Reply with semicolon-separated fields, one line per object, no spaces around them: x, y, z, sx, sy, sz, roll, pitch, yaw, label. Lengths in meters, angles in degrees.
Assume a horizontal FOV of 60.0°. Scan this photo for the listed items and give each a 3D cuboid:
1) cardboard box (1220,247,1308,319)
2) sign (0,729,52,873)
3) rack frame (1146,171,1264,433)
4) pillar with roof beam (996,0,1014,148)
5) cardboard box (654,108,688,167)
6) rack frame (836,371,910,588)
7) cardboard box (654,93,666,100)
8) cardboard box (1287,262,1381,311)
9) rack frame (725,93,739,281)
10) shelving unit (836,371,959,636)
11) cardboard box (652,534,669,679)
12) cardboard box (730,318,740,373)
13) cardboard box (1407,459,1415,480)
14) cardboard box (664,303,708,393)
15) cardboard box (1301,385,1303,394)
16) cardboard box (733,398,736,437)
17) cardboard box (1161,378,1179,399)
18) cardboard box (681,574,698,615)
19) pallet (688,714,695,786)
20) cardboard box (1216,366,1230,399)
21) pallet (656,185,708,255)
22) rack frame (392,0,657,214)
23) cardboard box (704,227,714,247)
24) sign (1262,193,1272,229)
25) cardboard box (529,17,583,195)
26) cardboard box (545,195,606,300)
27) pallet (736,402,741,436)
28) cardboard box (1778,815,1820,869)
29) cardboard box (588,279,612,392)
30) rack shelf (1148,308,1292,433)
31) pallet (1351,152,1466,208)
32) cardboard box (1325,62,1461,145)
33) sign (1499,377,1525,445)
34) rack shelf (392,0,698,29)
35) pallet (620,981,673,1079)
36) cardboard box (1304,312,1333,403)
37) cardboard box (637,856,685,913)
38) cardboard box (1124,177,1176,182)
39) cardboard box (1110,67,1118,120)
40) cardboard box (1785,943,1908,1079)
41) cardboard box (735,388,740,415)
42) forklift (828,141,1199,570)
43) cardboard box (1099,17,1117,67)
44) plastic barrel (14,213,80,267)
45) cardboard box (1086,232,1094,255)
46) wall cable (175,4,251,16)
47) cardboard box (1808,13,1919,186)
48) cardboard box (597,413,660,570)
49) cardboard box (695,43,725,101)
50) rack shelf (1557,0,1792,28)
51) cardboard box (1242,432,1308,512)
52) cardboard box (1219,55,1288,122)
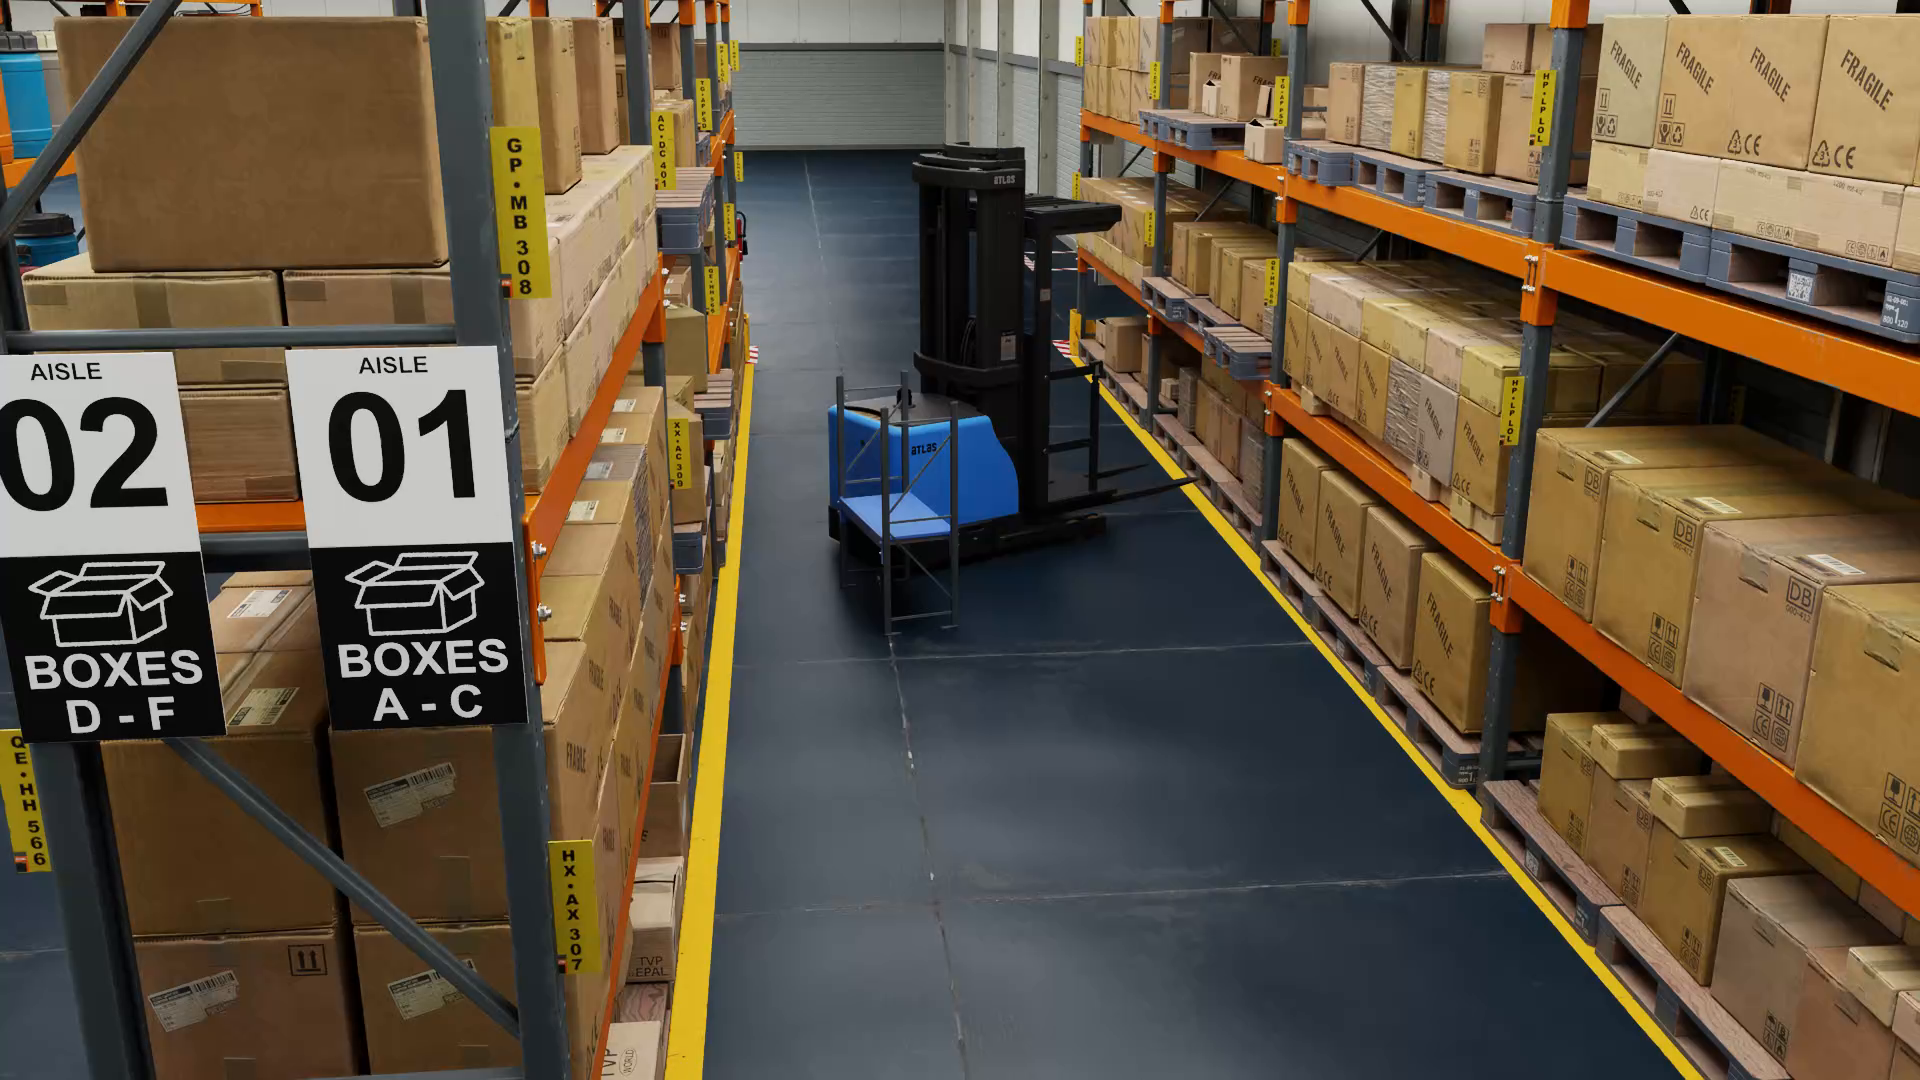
2.505;-2.068;13.354;0.700;0.500;0.500;-2;18;-6;cardboard box
-1.942;0.546;3.471;0.100;0.325;0.005;-2;18;-6;sign
2.301;-2.492;15.606;1.000;3.000;0.127;-2;18;-6;rack frame
-3.317;-11.594;34.582;9.100;9.000;0.400;-2;18;-6;pillar with roof beam
-2.028;-2.189;9.466;0.910;0.500;0.500;-2;18;-6;cardboard box
-0.594;-0.412;11.486;0.500;1.500;0.032;-6;18;-19;rack frame
-2.435;-3.166;12.294;0.500;0.250;0.500;-2;18;-7;cardboard box
2.507;-1.705;11.152;0.500;0.250;0.500;-1;17;-4;cardboard box
-3.038;-3.529;18.911;1.000;3.000;0.127;-2;18;-6;rack frame
-0.423;-0.269;11.029;0.538;1.500;1.048;-6;18;-19;shelving unit
-1.439;0.293;6.570;0.500;0.500;0.500;-1;17;-4;cardboard box
-2.421;-1.880;16.296;0.500;0.500;0.500;-2;18;-6;cardboard box
2.734;-0.395;9.312;0.380;0.149;0.250;-2;18;-6;cardboard box
-2.036;-1.210;10.655;0.700;0.500;0.500;-8;19;-24;cardboard box
2.535;-1.009;11.269;0.380;0.149;0.250;-2;17;-5;cardboard box
-2.294;-1.111;15.099;0.500;0.250;0.500;-2;18;-6;cardboard box
2.216;-1.508;16.469;0.380;0.166;0.250;-4;18;-13;cardboard box
-1.711;0.221;9.151;0.500;0.250;0.500;-2;18;-6;cardboard box
-1.922;1.135;8.709;1.003;0.211;1.213;-2;18;-6;pallet
2.500;-1.362;14.194;0.500;0.250;0.500;-2;18;-7;cardboard box
-1.798;-1.492;7.728;1.213;0.211;1.003;-2;18;-6;pallet
-1.800;-2.816;6.624;1.000;3.000;0.127;-2;18;-6;rack frame
-2.460;-2.781;15.277;0.380;0.149;0.250;-2;18;-6;cardboard box
2.853;-3.062;15.491;0.100;0.325;0.005;-2;18;-6;sign
-1.541;-1.320;5.029;0.700;0.500;0.500;-2;18;-6;cardboard box
-1.284;-0.819;4.687;0.500;0.250;0.500;-2;18;-6;cardboard box
-2.666;-1.245;16.291;1.003;0.211;1.213;-2;18;-6;pallet
3.421;1.139;6.431;0.380;0.149;0.250;-2;18;-7;cardboard box
-1.280;-0.581;4.763;0.500;0.250;0.500;-2;18;-6;cardboard box
2.508;-1.553;13.816;1.077;0.370;4.000;-2;18;-6;rack shelf
2.952;-2.118;9.722;1.003;0.211;1.213;-1;17;-3;pallet
2.820;-2.849;10.834;0.700;0.500;0.500;-3;18;-10;cardboard box
2.588;-0.603;7.790;0.100;0.325;0.005;-2;18;-6;sign
-2.007;-2.878;8.690;1.077;0.370;4.000;-2;18;-6;rack shelf
-1.601;1.945;6.128;1.003;0.211;1.213;-2;18;-6;pallet
2.554;-1.190;10.763;0.500;0.500;0.500;-1;17;-4;cardboard box
-1.361;1.467;7.021;0.380;0.149;0.250;-2;18;-6;cardboard box
2.149;-3.845;18.883;0.500;0.500;0.500;-2;18;-6;cardboard box
1.829;-4.590;17.081;0.500;0.500;0.500;-1;17;-2;cardboard box
3.316;1.721;5.659;0.700;0.500;0.500;-2;18;-6;cardboard box
-2.372;-1.374;15.934;0.500;0.250;0.500;-2;18;-6;cardboard box
0.512;-1.505;12.578;3.031;2.935;1.130;-12;21;-33;forklift
1.752;-5.223;17.429;0.500;0.500;0.500;-1;17;-4;cardboard box
-7.814;-2.300;14.159;0.600;0.901;0.708;-2;18;-6;plastic barrel
1.691;-3.312;18.436;0.500;0.250;0.500;-2;18;-7;cardboard box
-21.149;-17.158;46.630;2.305;6.003;0.169;-2;18;-6;wall cable
3.089;-1.396;5.239;0.500;0.500;0.500;-3;18;-8;cardboard box
-1.435;-0.184;6.418;0.500;0.500;0.500;-2;18;-7;cardboard box
-2.415;-4.242;15.071;0.500;0.500;0.500;0;17;-1;cardboard box
3.333;-1.841;5.385;1.077;0.370;4.000;-2;18;-6;rack shelf
2.588;-0.530;12.797;0.700;0.500;0.500;-2;17;-5;cardboard box
2.405;-3.638;13.382;0.500;0.500;0.500;-2;18;-8;cardboard box
